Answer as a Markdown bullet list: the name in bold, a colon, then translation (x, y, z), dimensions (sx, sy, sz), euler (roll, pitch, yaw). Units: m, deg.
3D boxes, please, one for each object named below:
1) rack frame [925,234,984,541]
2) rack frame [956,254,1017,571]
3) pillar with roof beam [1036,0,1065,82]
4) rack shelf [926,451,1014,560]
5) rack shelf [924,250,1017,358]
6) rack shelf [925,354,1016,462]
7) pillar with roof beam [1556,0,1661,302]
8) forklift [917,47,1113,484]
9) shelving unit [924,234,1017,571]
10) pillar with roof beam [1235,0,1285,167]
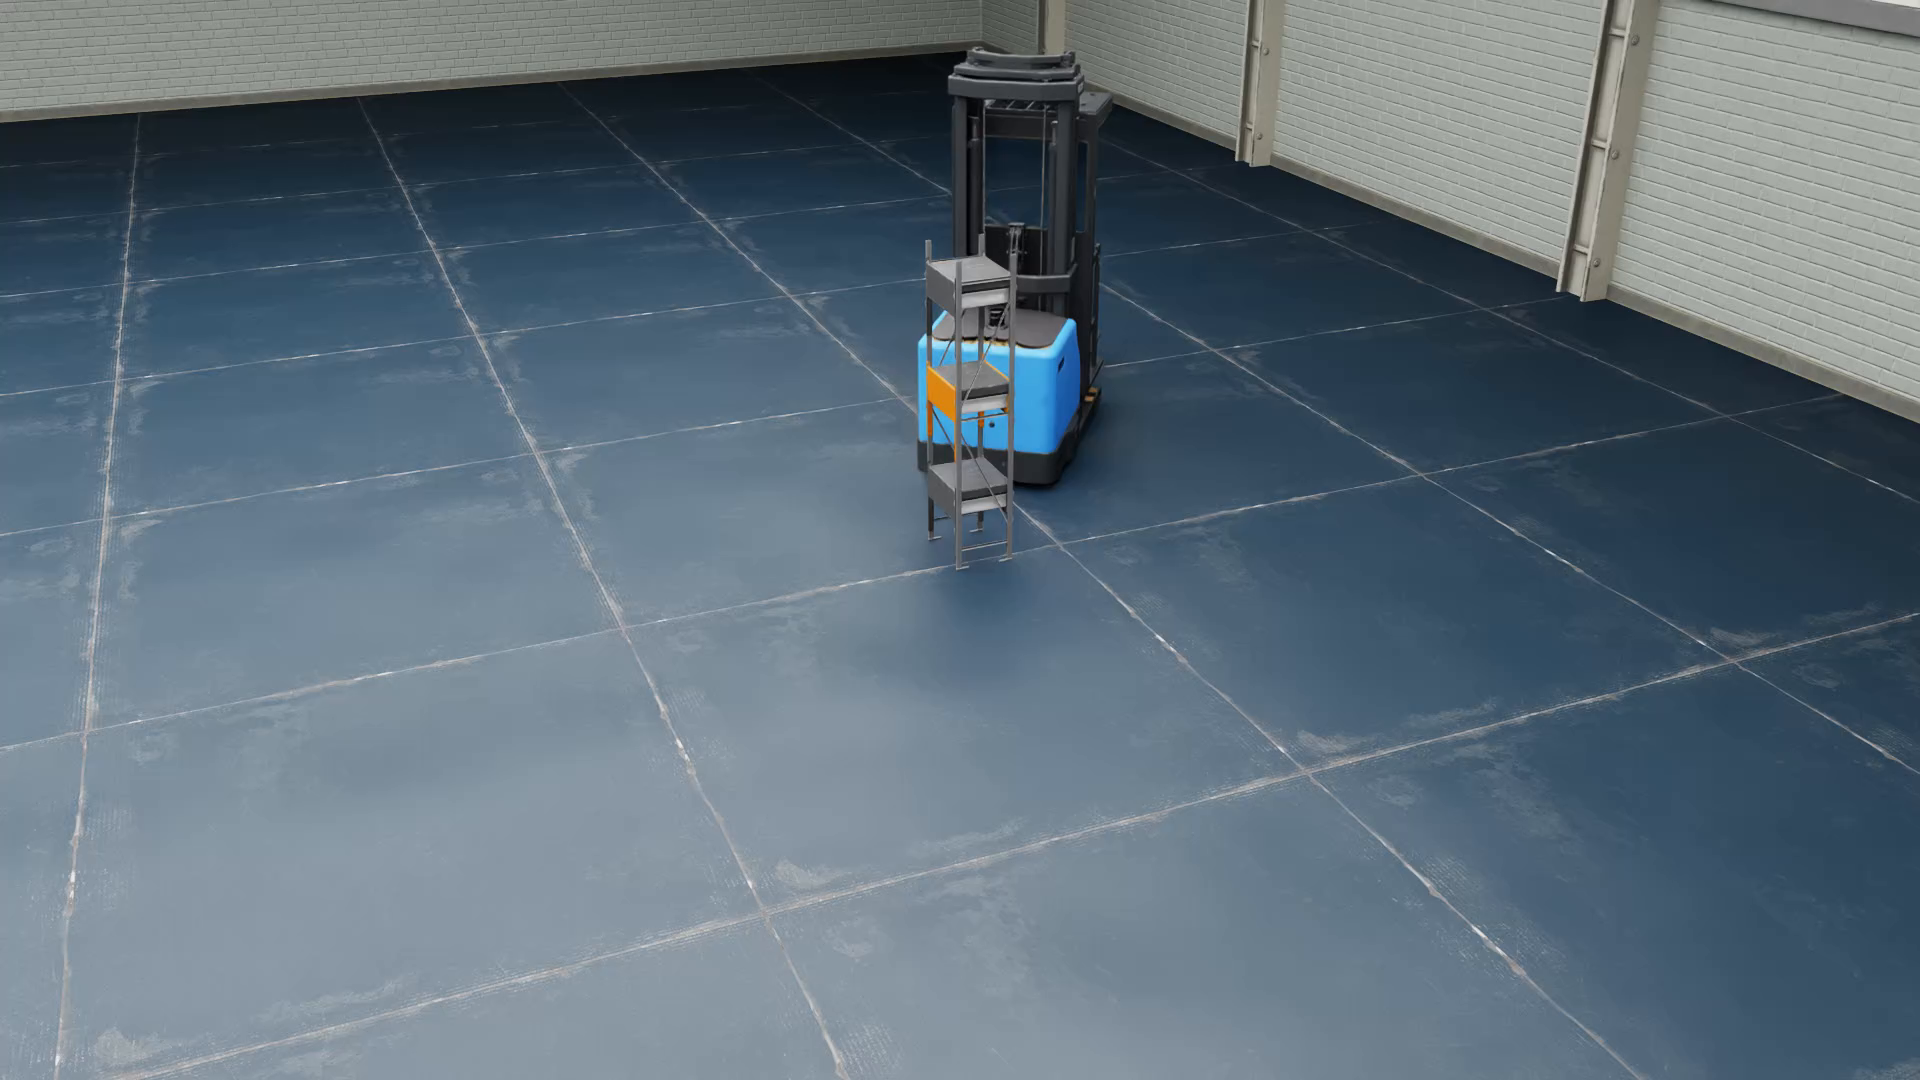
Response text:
- **rack frame**: translation (-0.031, -0.975, 11.000), dimensions (0.400, 2.100, 0.015), euler (-11, 28, -21)
- **rack frame**: translation (0.160, -0.778, 10.597), dimensions (0.400, 2.100, 0.015), euler (-11, 28, -21)
- **pillar with roof beam**: translation (-2.551, -10.563, 22.774), dimensions (9.100, 9.000, 0.400), euler (-11, 28, -21)
- **rack shelf**: translation (0.065, -0.235, 11.112), dimensions (0.431, 0.518, 0.480), euler (-11, 28, -21)
- **rack shelf**: translation (0.065, -1.493, 10.497), dimensions (0.431, 0.518, 0.480), euler (-11, 28, -21)
- **rack shelf**: translation (0.065, -0.864, 10.805), dimensions (0.431, 0.518, 0.480), euler (-11, 28, -21)
- **pillar with roof beam**: translation (2.148, -5.719, 12.852), dimensions (9.100, 9.000, 0.400), euler (-11, 28, -21)
- **forklift**: translation (0.537, -2.346, 12.860), dimensions (1.130, 2.935, 3.031), euler (6, 27, 13)
- **shelving unit**: translation (0.065, -0.877, 10.799), dimensions (0.431, 2.100, 0.503), euler (-11, 28, -21)
- **pillar with roof beam**: translation (-0.202, -8.141, 17.813), dimensions (9.100, 9.000, 0.400), euler (-11, 28, -21)
